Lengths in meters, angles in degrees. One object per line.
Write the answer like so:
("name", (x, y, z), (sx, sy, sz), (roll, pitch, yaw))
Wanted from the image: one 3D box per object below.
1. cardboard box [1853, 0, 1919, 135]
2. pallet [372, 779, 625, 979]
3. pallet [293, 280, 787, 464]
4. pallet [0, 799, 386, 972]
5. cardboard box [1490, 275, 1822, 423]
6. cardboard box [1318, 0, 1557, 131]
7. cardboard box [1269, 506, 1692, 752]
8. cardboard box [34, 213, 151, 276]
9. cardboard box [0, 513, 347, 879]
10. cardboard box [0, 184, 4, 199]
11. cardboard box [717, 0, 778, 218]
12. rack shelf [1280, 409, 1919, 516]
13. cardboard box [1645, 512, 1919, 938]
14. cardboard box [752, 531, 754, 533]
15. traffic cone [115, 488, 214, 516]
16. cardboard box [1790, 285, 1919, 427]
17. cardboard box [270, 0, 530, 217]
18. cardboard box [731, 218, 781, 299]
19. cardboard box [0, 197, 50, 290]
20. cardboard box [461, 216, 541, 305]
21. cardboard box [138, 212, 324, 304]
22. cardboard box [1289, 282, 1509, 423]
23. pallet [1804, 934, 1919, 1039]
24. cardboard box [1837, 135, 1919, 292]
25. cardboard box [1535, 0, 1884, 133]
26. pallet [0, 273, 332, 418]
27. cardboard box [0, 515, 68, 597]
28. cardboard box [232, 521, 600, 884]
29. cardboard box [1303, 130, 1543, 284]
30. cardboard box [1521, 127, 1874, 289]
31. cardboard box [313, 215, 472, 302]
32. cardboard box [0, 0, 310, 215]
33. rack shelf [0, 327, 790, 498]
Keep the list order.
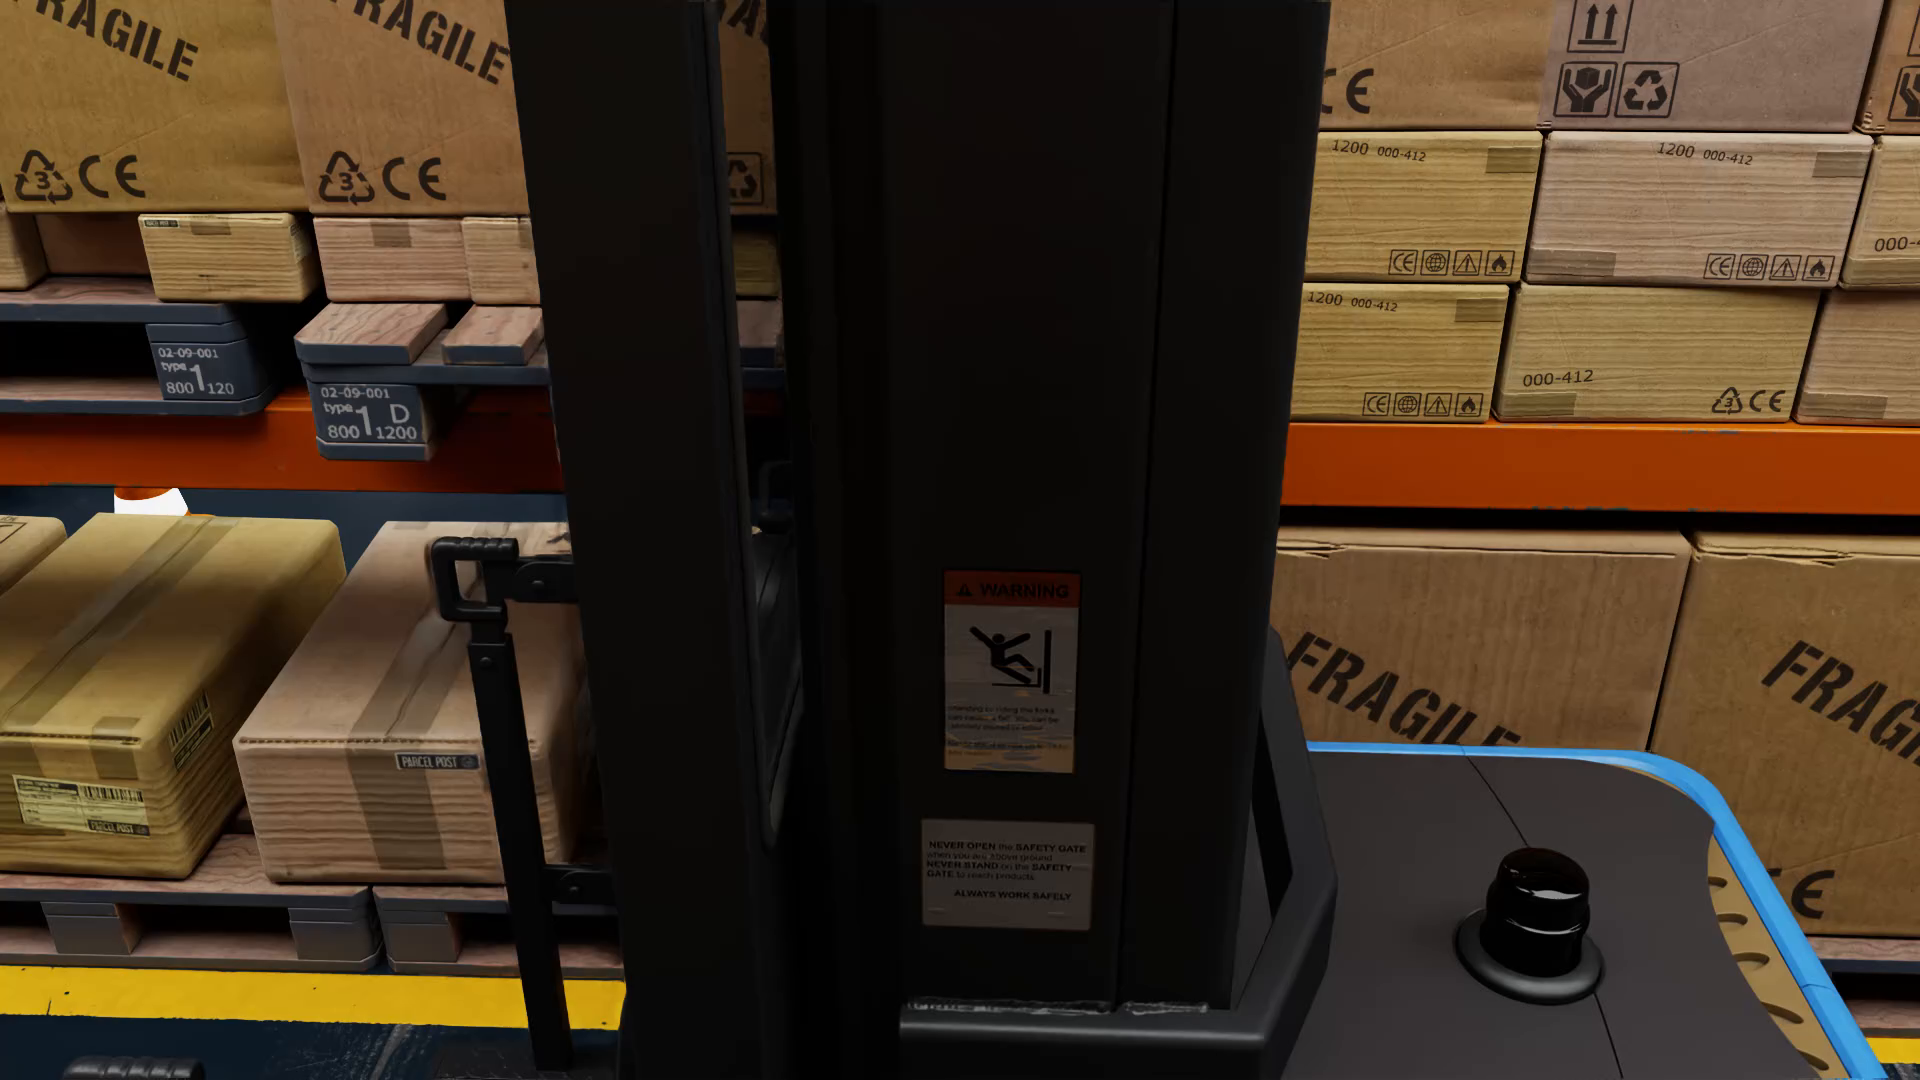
("cardboard box", (1.676, -0.962, 2.688), (0.500, 0.500, 0.500), (2, 28, 3))
("pallet", (-0.602, 0.600, 3.893), (1.213, 0.211, 1.003), (1, 28, 2))
("pallet", (-0.537, -0.496, 3.187), (1.003, 0.211, 1.213), (1, 28, 2))
("pallet", (-1.818, 0.579, 3.933), (1.213, 0.211, 1.003), (1, 28, 2))
("cardboard box", (1.173, -0.426, 3.011), (0.500, 0.250, 0.500), (0, 28, 0))
("cardboard box", (0.663, -0.982, 2.725), (0.500, 0.500, 0.500), (0, 28, 0))
("cardboard box", (0.866, 0.185, 3.518), (0.875, 0.875, 0.875), (1, 28, 1))
("cardboard box", (-1.454, -0.611, 3.020), (0.250, 0.149, 0.380), (1, 28, 2))
("cardboard box", (-1.881, 0.319, 3.802), (0.625, 0.372, 0.950), (2, 28, 3))
("cardboard box", (-1.852, -0.878, 2.830), (0.500, 0.500, 0.500), (0, 28, 0))
("cardboard box", (-0.285, -0.857, 2.791), (0.500, 0.500, 0.500), (0, 28, 0))
("rack shelf", (2.178, -0.267, 3.320), (4.000, 0.370, 1.077), (1, 28, 2))
("cardboard box", (1.758, 0.202, 3.487), (0.875, 0.875, 0.875), (1, 28, 2))
("cardboard box", (-0.385, 0.343, 3.757), (0.625, 0.372, 0.950), (-1, 28, -2))
("traffic cone", (-2.530, -0.198, 5.130), (0.334, 0.463, 0.336), (1, 28, 2))
("cardboard box", (1.697, -0.415, 2.990), (0.500, 0.250, 0.500), (2, 28, 3))
("cardboard box", (-0.802, -0.860, 2.798), (0.500, 0.500, 0.500), (1, 28, 1))
("cardboard box", (-0.427, -0.559, 2.921), (0.250, 0.149, 0.380), (1, 28, 3))
("cardboard box", (-1.708, -0.577, 2.955), (0.250, 0.149, 0.380), (0, 28, 0))
("cardboard box", (-0.681, -0.542, 2.890), (0.250, 0.149, 0.380), (1, 28, 1))
("cardboard box", (-1.208, -0.548, 2.901), (0.250, 0.149, 0.380), (1, 28, 3))
("cardboard box", (0.659, -0.426, 3.012), (0.500, 0.250, 0.500), (0, 28, 1))
("pallet", (2.180, 0.683, 3.735), (1.213, 0.211, 1.003), (1, 28, 2))
("cardboard box", (1.691, -0.626, 2.854), (0.500, 0.250, 0.500), (1, 28, 2))
("cardboard box", (1.159, -0.978, 2.718), (0.500, 0.500, 0.500), (1, 28, 2))
("pallet", (-1.801, -0.547, 3.284), (1.213, 0.211, 1.003), (1, 28, 2))
("cardboard box", (-2.576, 0.309, 3.822), (0.625, 0.372, 0.950), (3, 28, 5))
("cardboard box", (-1.123, 0.335, 3.773), (0.625, 0.372, 0.950), (0, 28, 1))
("cardboard box", (0.677, -0.649, 2.898), (0.500, 0.250, 0.500), (1, 28, 1))
("cardboard box", (1.193, -0.640, 2.881), (0.500, 0.250, 0.500), (2, 28, 3))
("cardboard box", (-0.932, -0.550, 2.904), (0.250, 0.149, 0.380), (0, 28, -1))
("cardboard box", (-1.307, -0.868, 2.812), (0.500, 0.500, 0.500), (-1, 28, -2))
("rack shelf", (-1.820, -0.334, 3.445), (4.000, 0.370, 1.077), (1, 28, 2))
